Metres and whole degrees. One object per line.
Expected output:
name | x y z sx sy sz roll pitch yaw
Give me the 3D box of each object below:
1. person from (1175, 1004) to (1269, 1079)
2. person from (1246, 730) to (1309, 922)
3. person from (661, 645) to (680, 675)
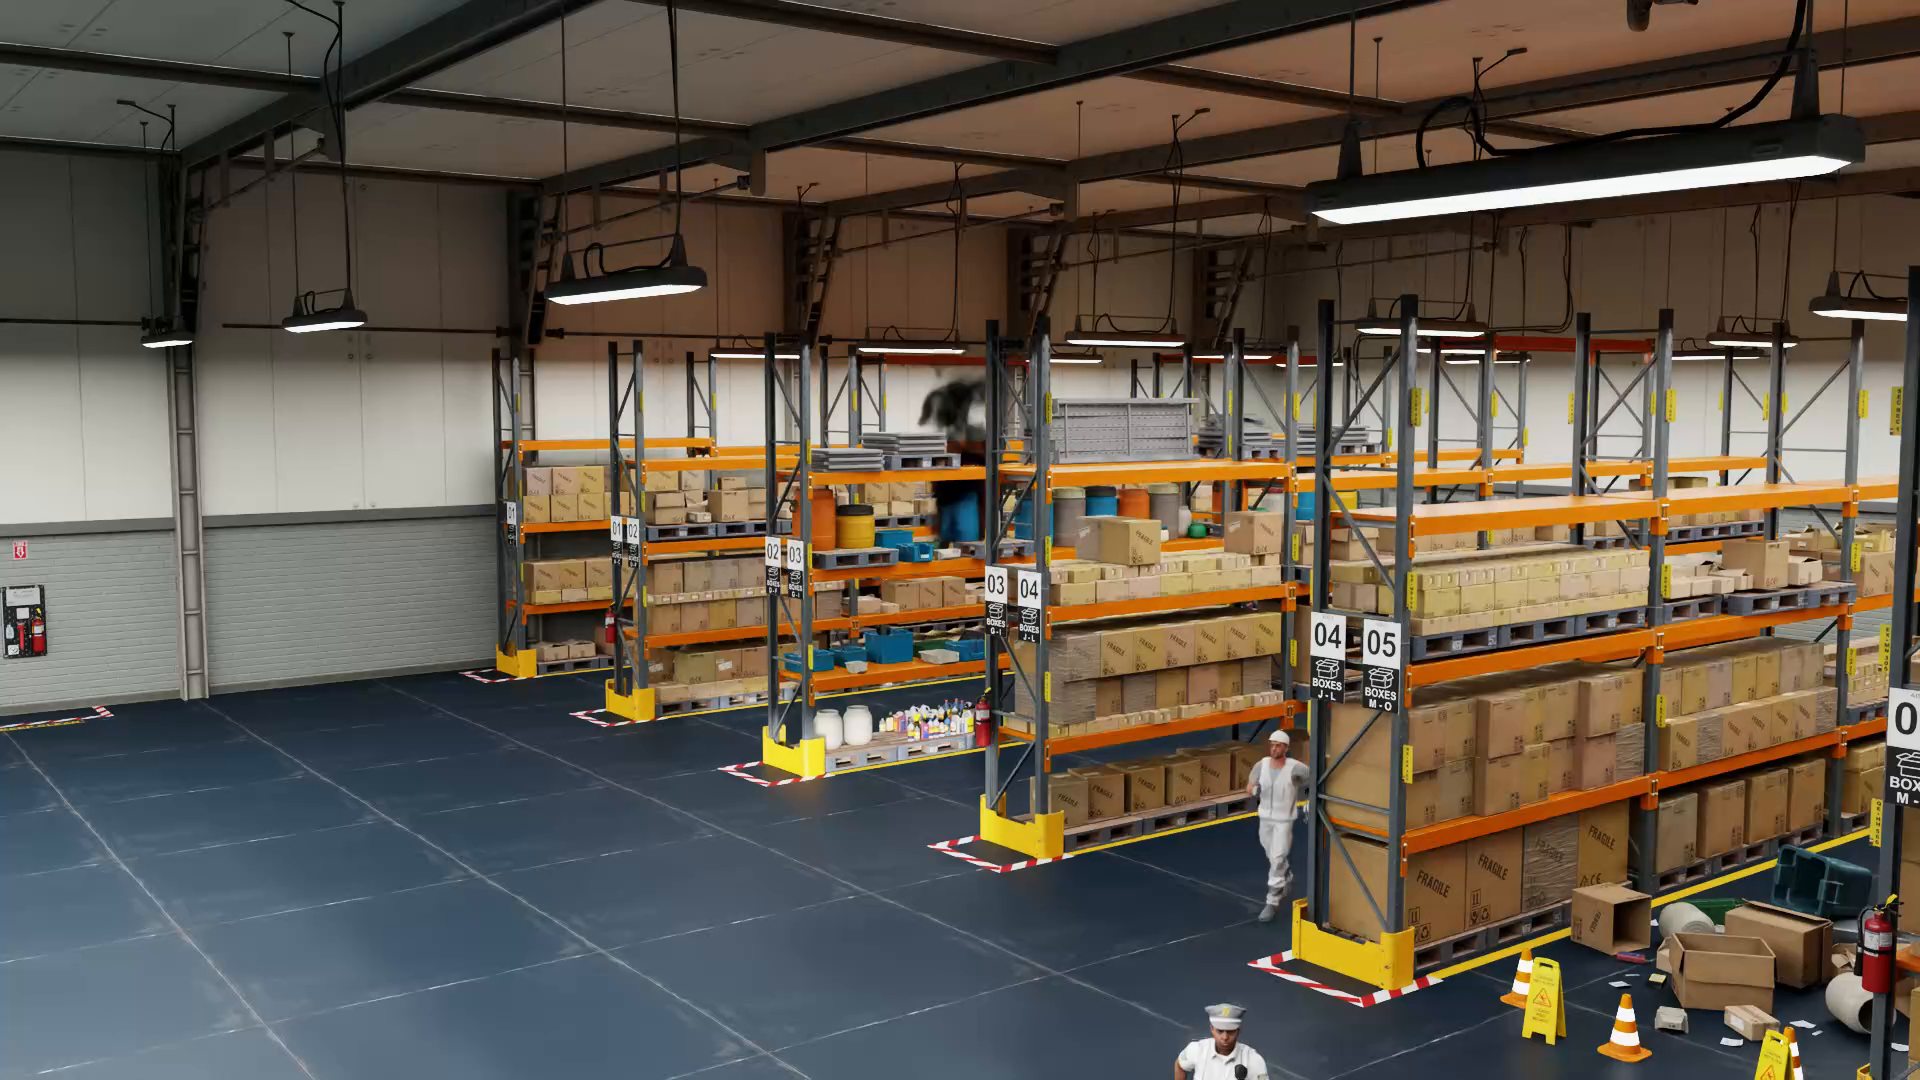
person | 1.514 3.475 9.584 0.547 1.732 0.864 0 5 6
person | 3.168 2.794 16.557 0.656 1.808 0.927 4 6 38
person | -5.029 1.839 29.132 0.537 1.558 0.549 3 6 34
